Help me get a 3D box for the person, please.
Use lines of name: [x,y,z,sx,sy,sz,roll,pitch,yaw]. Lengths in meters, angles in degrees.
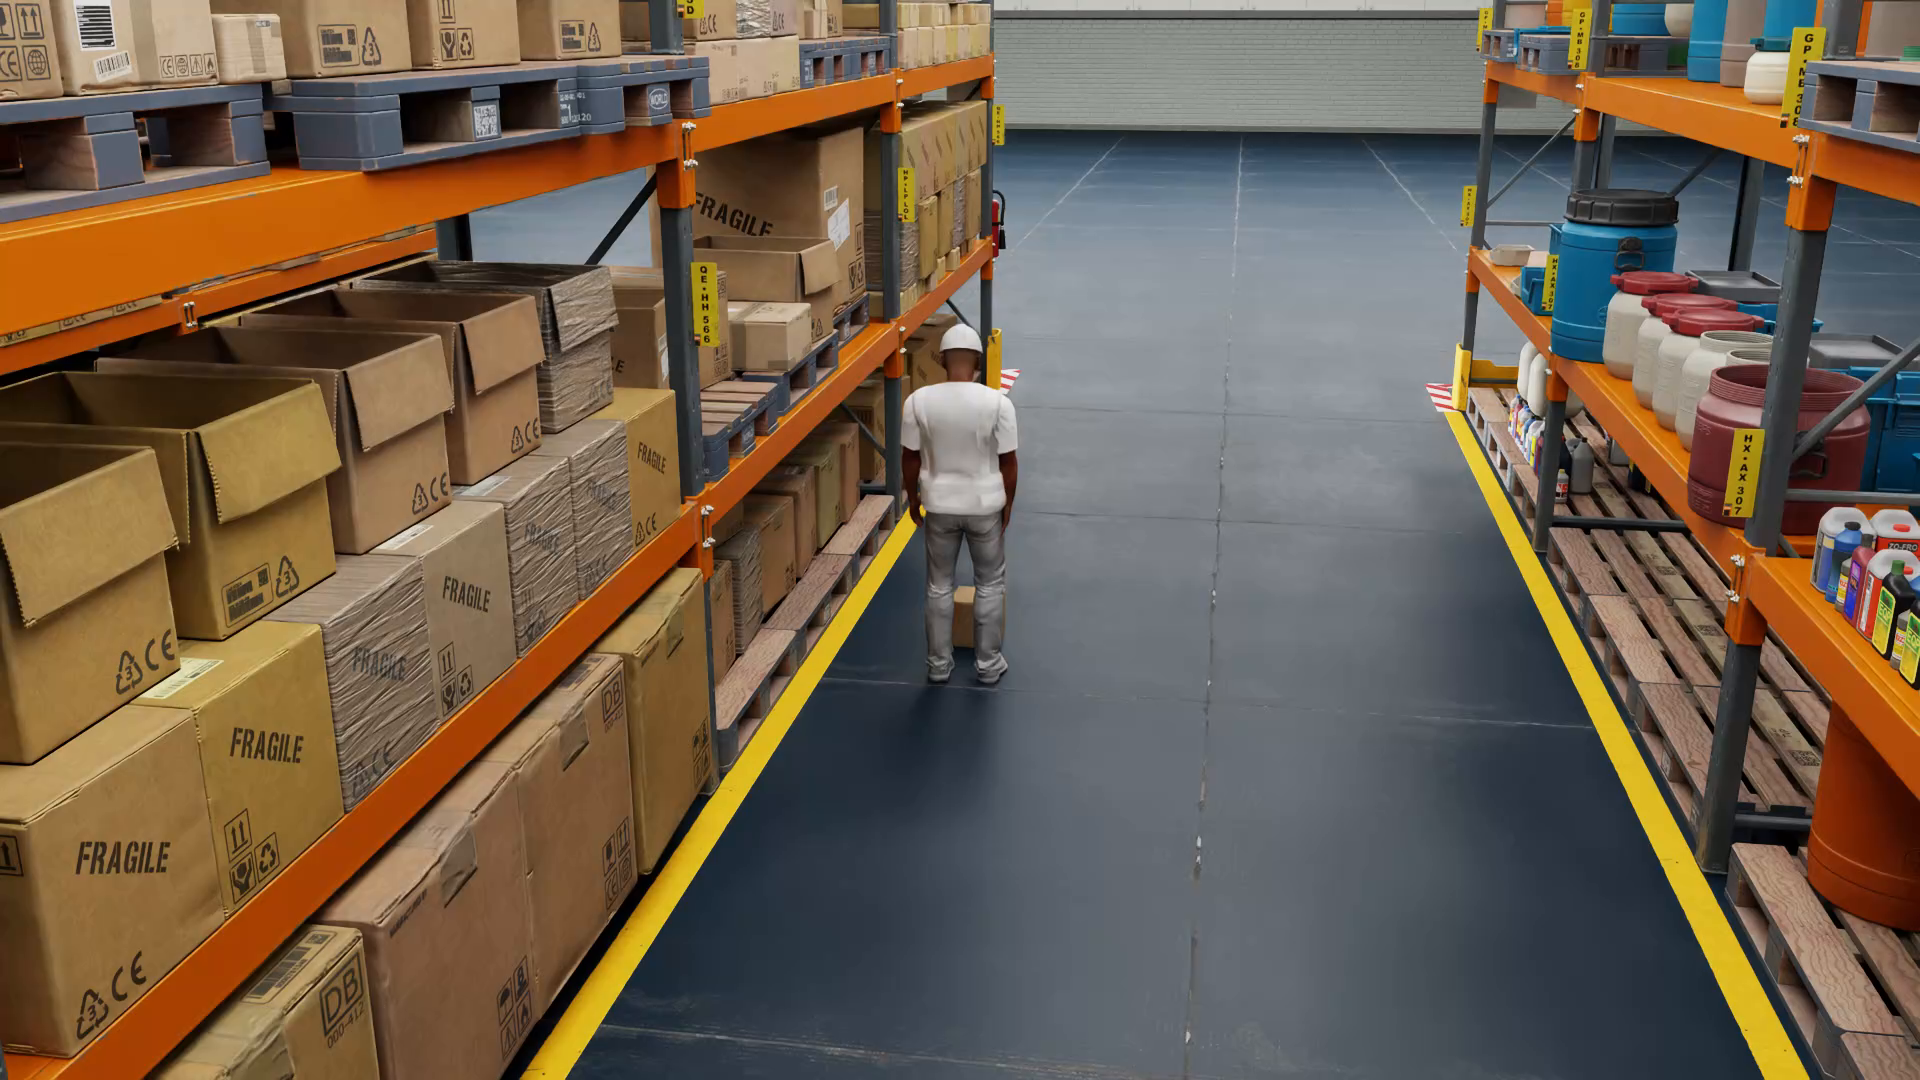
person: [0.002,-0.166,8.056,0.571,1.758,0.379,3,18,10]
